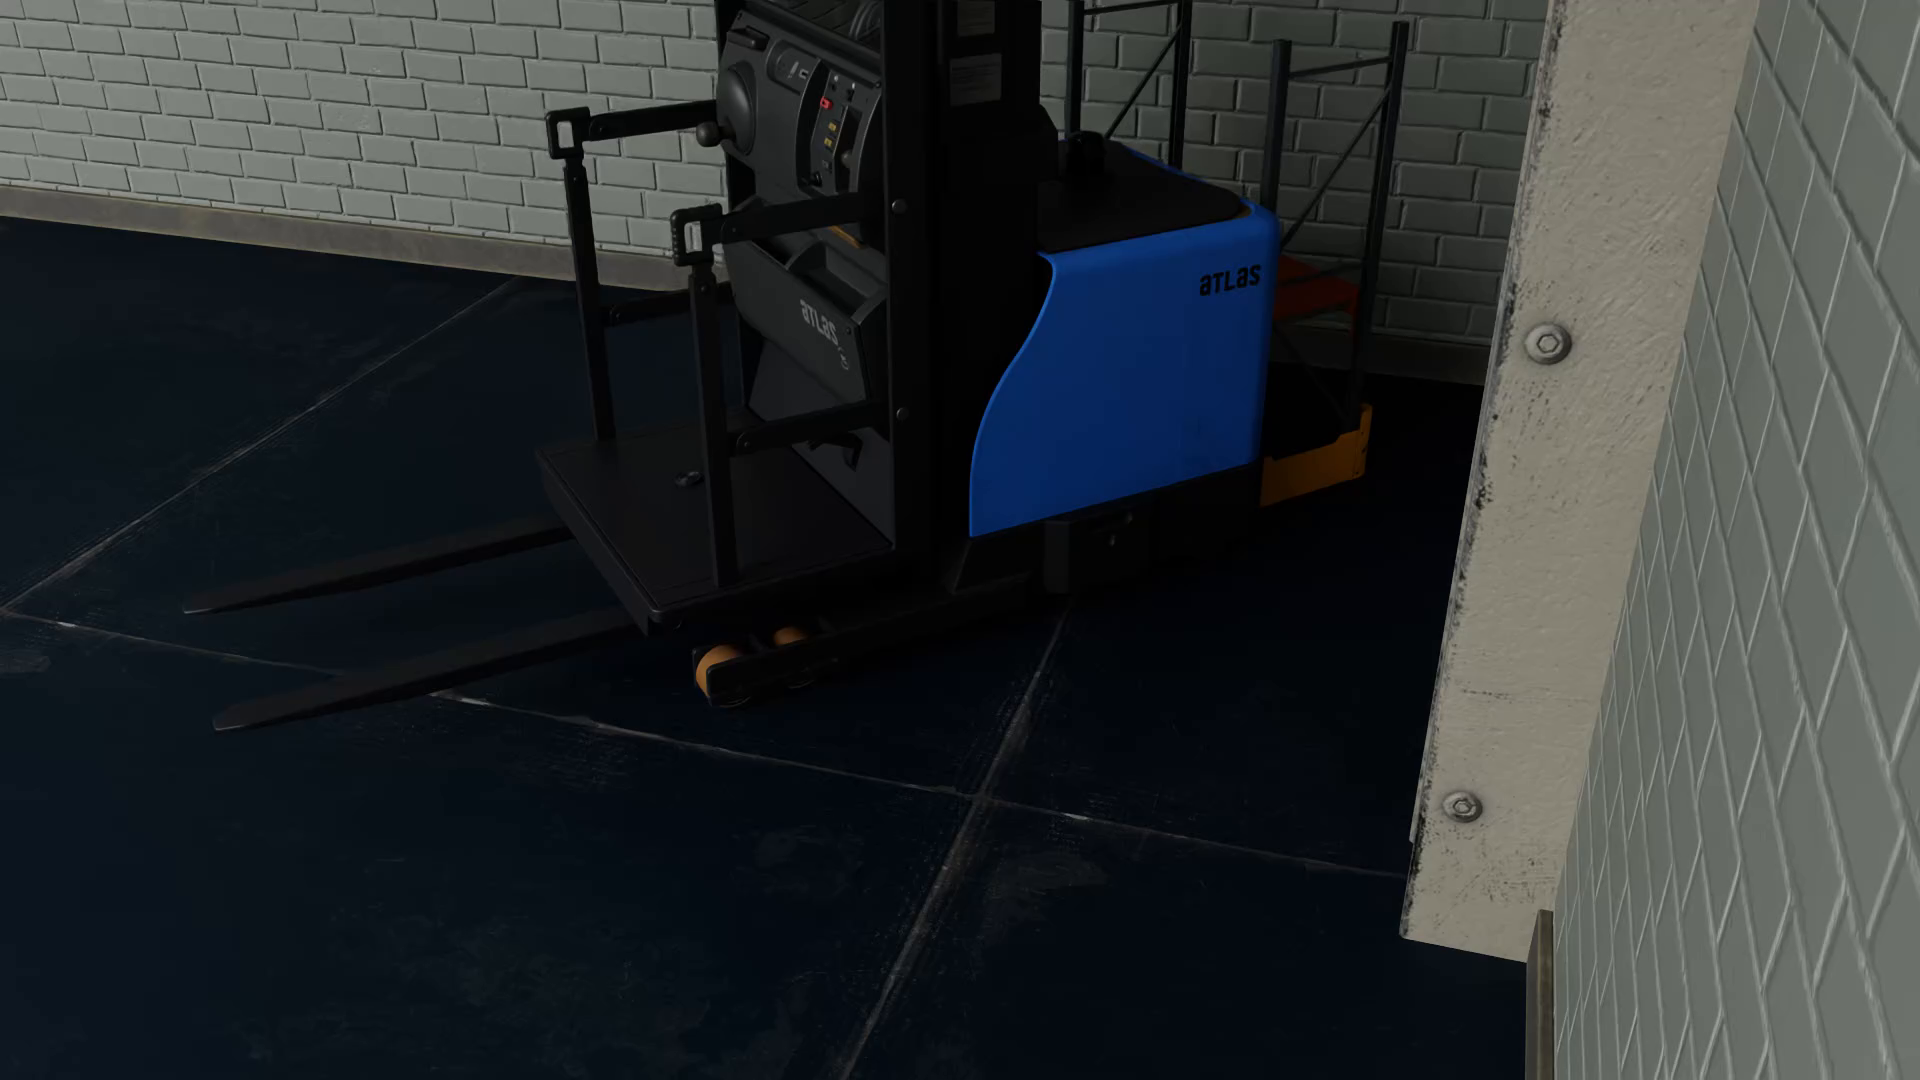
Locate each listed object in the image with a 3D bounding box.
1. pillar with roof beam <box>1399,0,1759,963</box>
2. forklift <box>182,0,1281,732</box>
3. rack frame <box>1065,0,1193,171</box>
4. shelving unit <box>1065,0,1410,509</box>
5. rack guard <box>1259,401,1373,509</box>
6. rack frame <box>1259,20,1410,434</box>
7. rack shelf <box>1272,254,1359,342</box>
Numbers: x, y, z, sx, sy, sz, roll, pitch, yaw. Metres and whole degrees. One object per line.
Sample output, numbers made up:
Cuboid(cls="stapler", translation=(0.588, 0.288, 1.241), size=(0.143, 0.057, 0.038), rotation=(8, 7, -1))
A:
Cuboid(cls="pillar with roof beam", translation=(-2.940, -3.740, 2.717), size=(9.100, 9.000, 0.400), rotation=(8, 30, 15))
Cuboid(cls="forklift", translation=(-0.611, -1.126, 4.260), size=(3.031, 2.935, 1.130), rotation=(-15, 32, -25))
Cuboid(cls="rack frame", translation=(0.581, -1.241, 5.938), size=(0.500, 1.500, 0.032), rotation=(-16, 33, -27))
Cuboid(cls="shelving unit", translation=(0.850, -1.026, 5.552), size=(0.587, 1.500, 1.083), rotation=(-16, 33, -27))
Cuboid(cls="rack guard", translation=(1.109, -0.273, 5.484), size=(0.587, 0.250, 0.087), rotation=(-16, 33, -27))
Cuboid(cls="rack frame", translation=(1.110, -0.819, 5.179), size=(0.500, 1.500, 0.032), rotation=(-16, 33, -27))
Cuboid(cls="rack shelf", translation=(0.846, -0.873, 5.646), size=(0.538, 0.185, 1.000), rotation=(-16, 33, -27))
